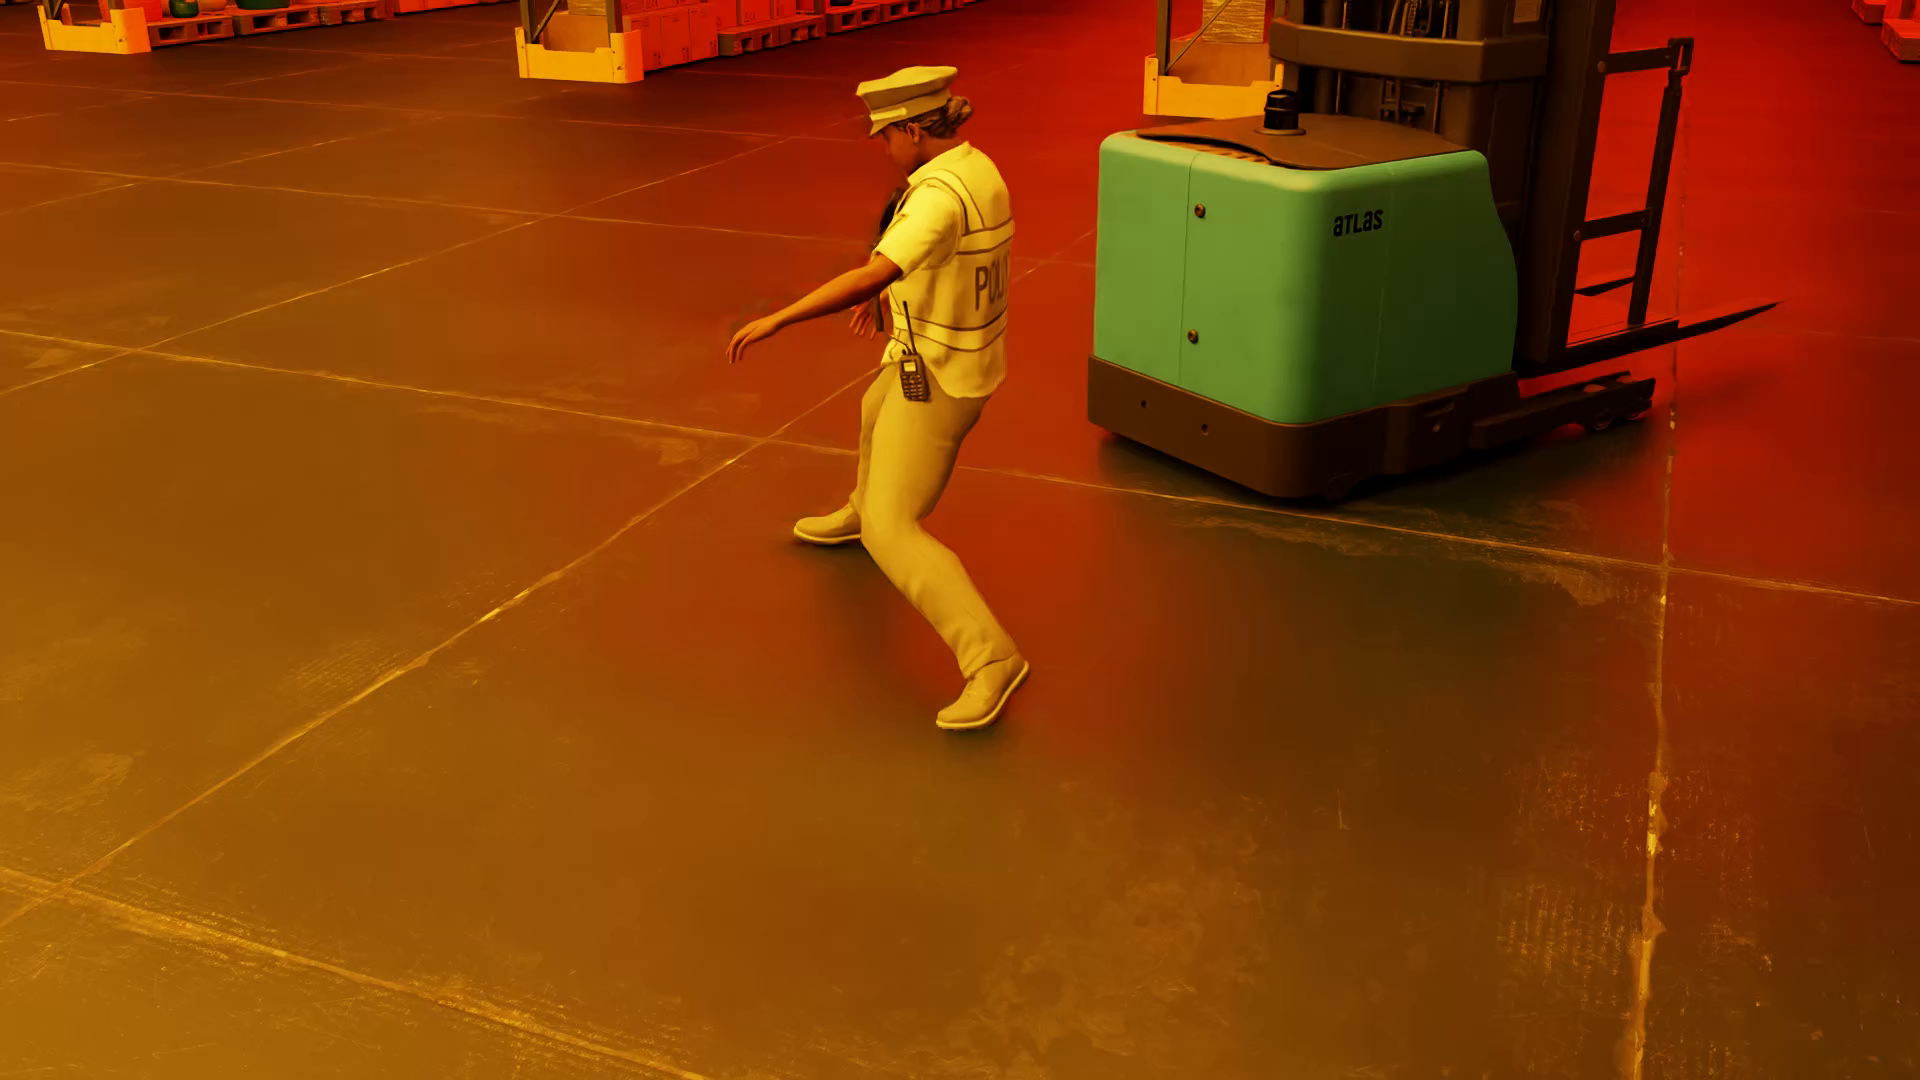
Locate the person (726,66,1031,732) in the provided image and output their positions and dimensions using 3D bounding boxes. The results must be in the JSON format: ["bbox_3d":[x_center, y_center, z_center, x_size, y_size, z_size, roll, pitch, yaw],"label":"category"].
[{"bbox_3d":[-0.175,-0.449,4.295,0.944,1.493,1.103,7,24,16],"label":"person"}]

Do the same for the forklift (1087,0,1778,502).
[{"bbox_3d":[1.952,-1.901,5.841,3.031,2.935,1.130,-15,27,-32],"label":"forklift"}]
